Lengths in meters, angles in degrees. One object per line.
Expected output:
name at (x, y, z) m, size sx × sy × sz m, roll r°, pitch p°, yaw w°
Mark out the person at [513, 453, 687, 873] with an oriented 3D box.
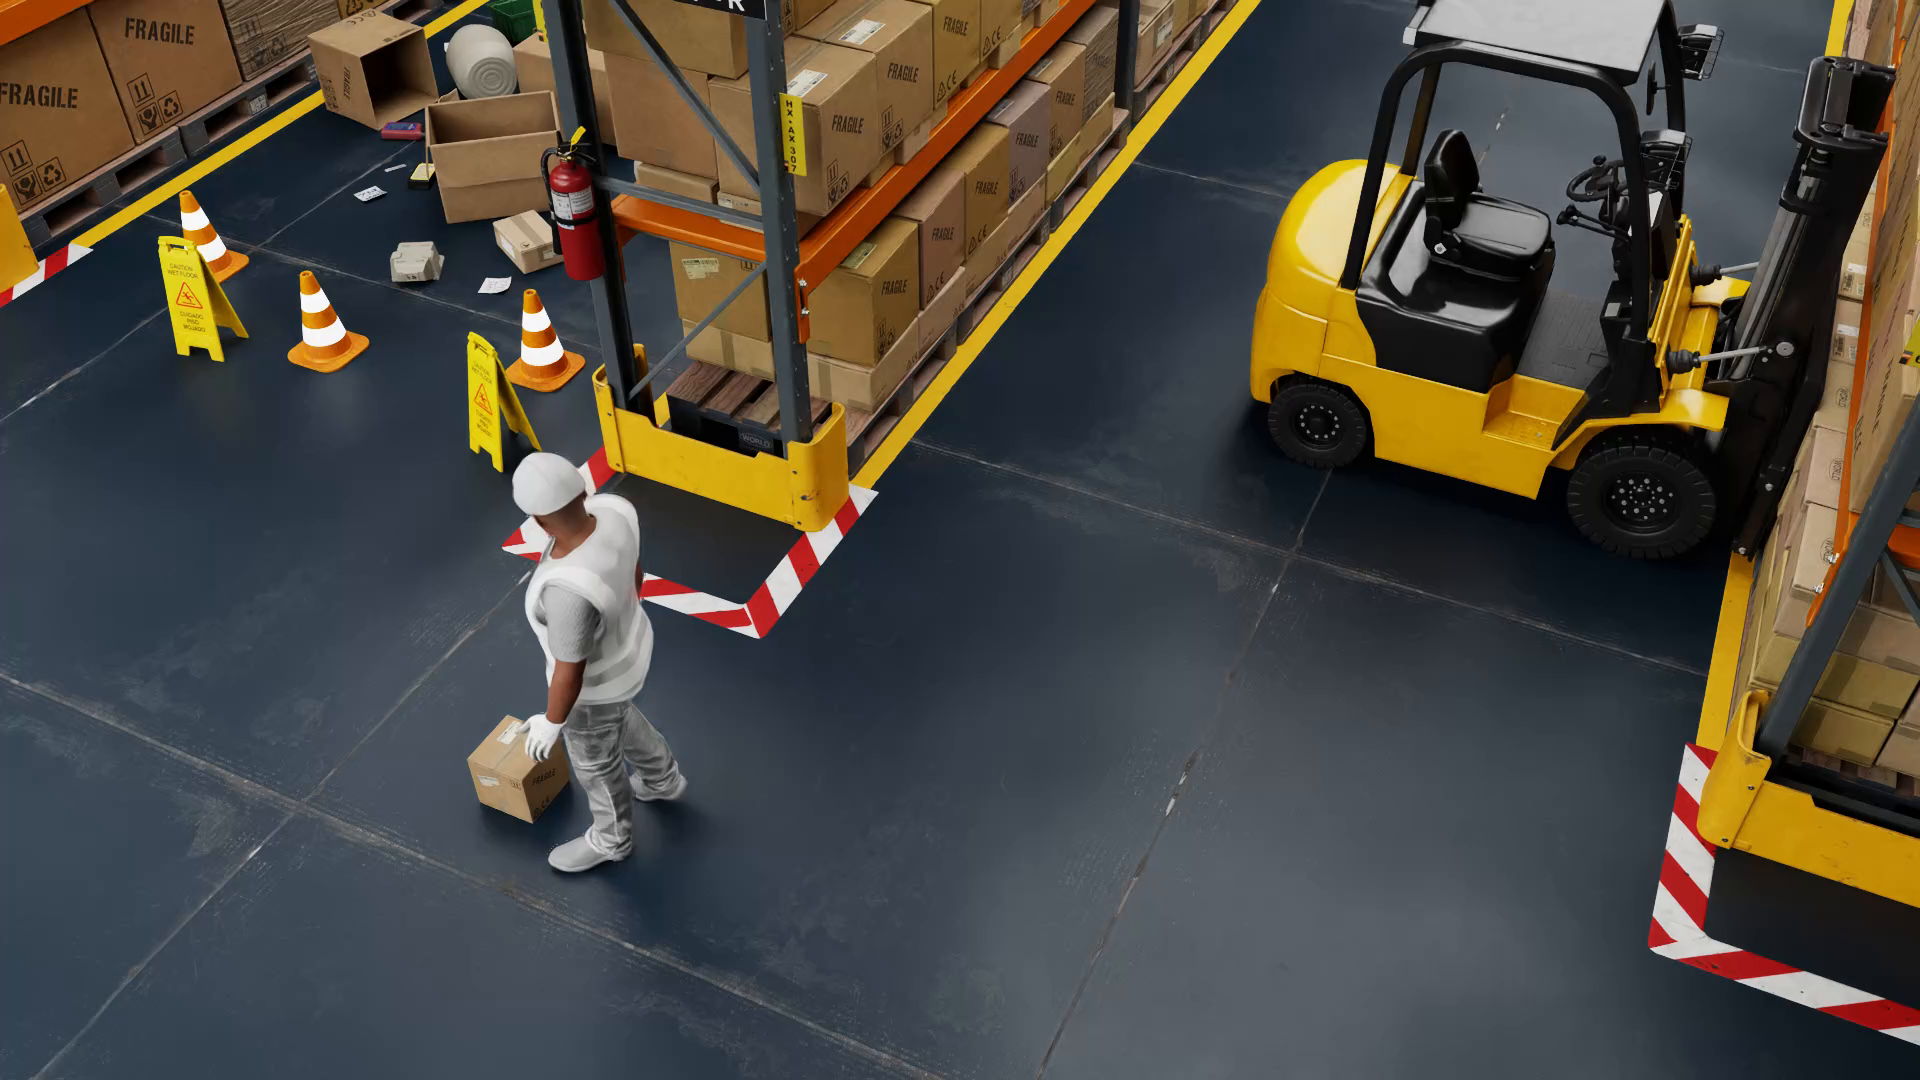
person at (-1.270, 0.447, 5.644) m, size 0.461 × 1.799 × 0.651 m, roll 3°, pitch 42°, yaw 3°
